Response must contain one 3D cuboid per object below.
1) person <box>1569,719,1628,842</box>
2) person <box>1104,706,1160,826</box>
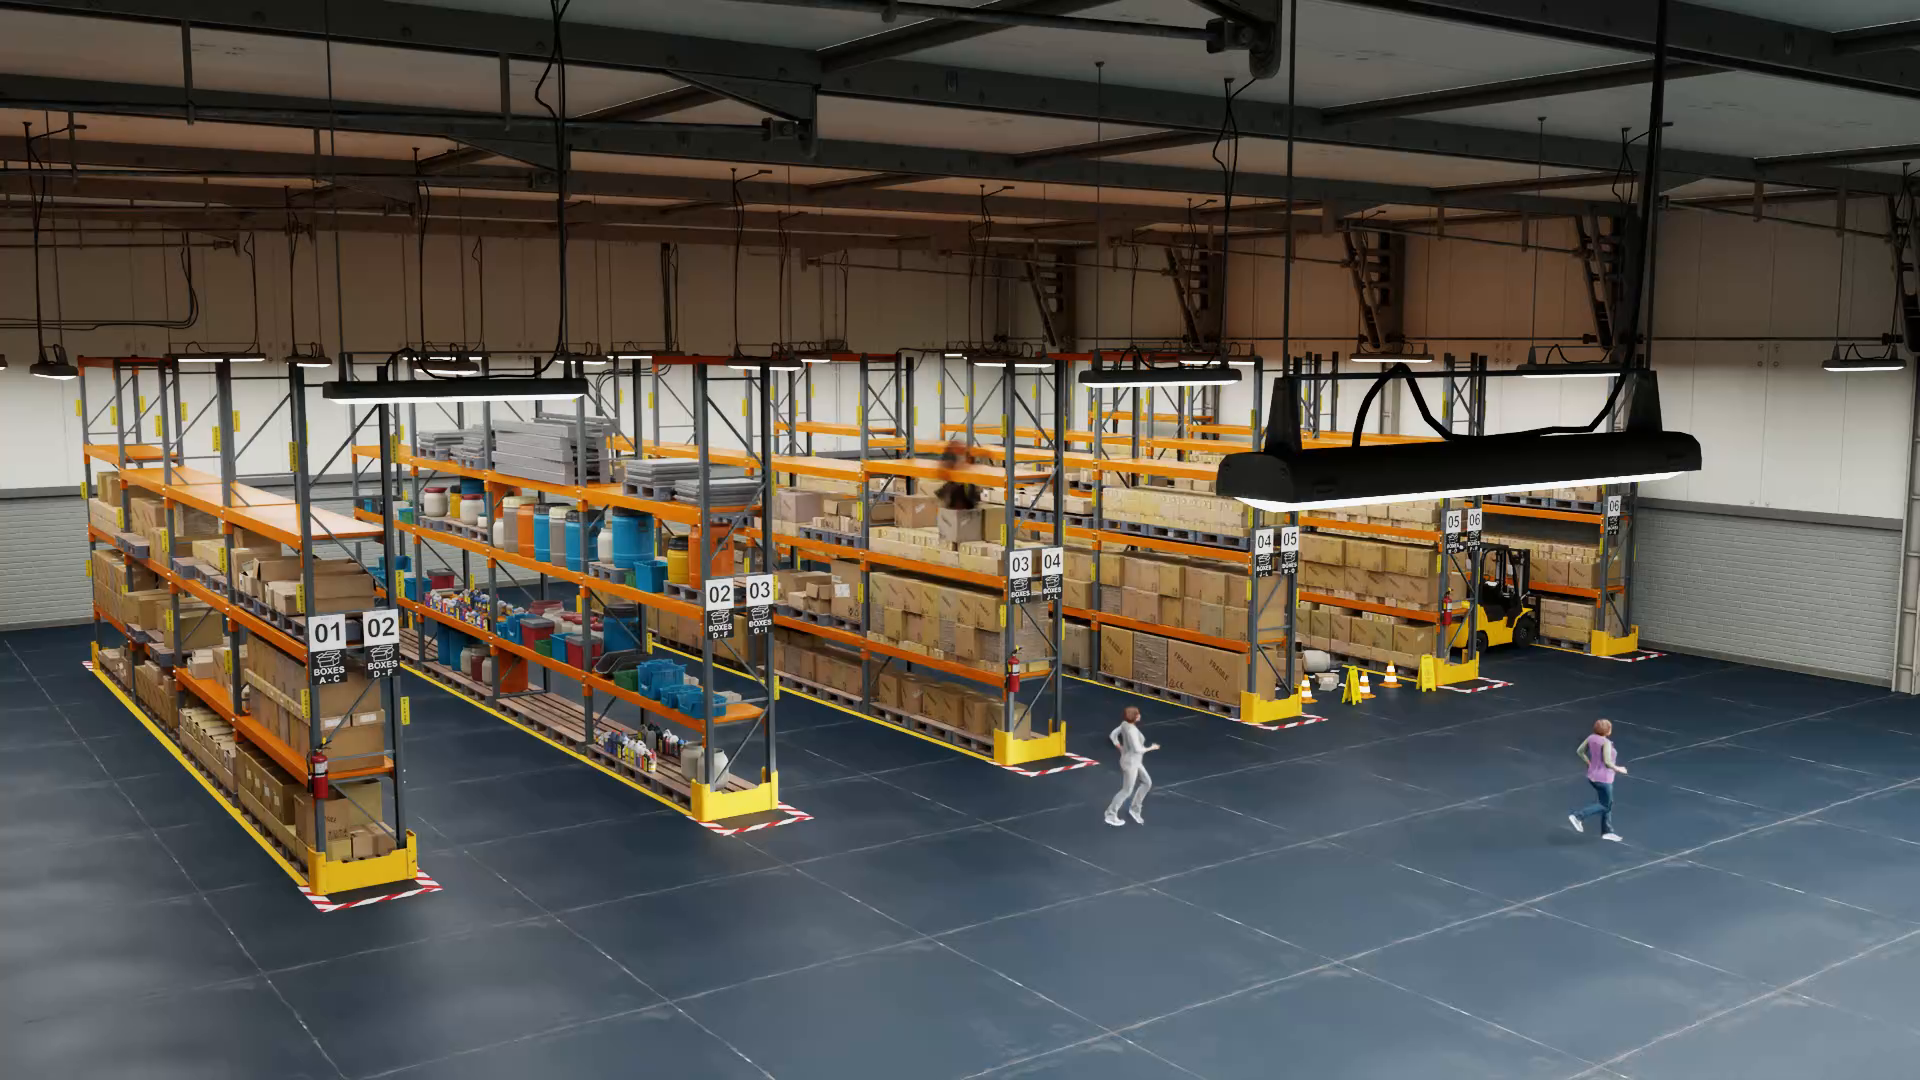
[{"bbox_3d":[8.007,3.032,20.923,0.774,1.598,0.553,-1,7,-10],"label":"person"},{"bbox_3d":[2.225,2.931,21.525,0.722,1.610,0.503,0,7,-1],"label":"person"}]
